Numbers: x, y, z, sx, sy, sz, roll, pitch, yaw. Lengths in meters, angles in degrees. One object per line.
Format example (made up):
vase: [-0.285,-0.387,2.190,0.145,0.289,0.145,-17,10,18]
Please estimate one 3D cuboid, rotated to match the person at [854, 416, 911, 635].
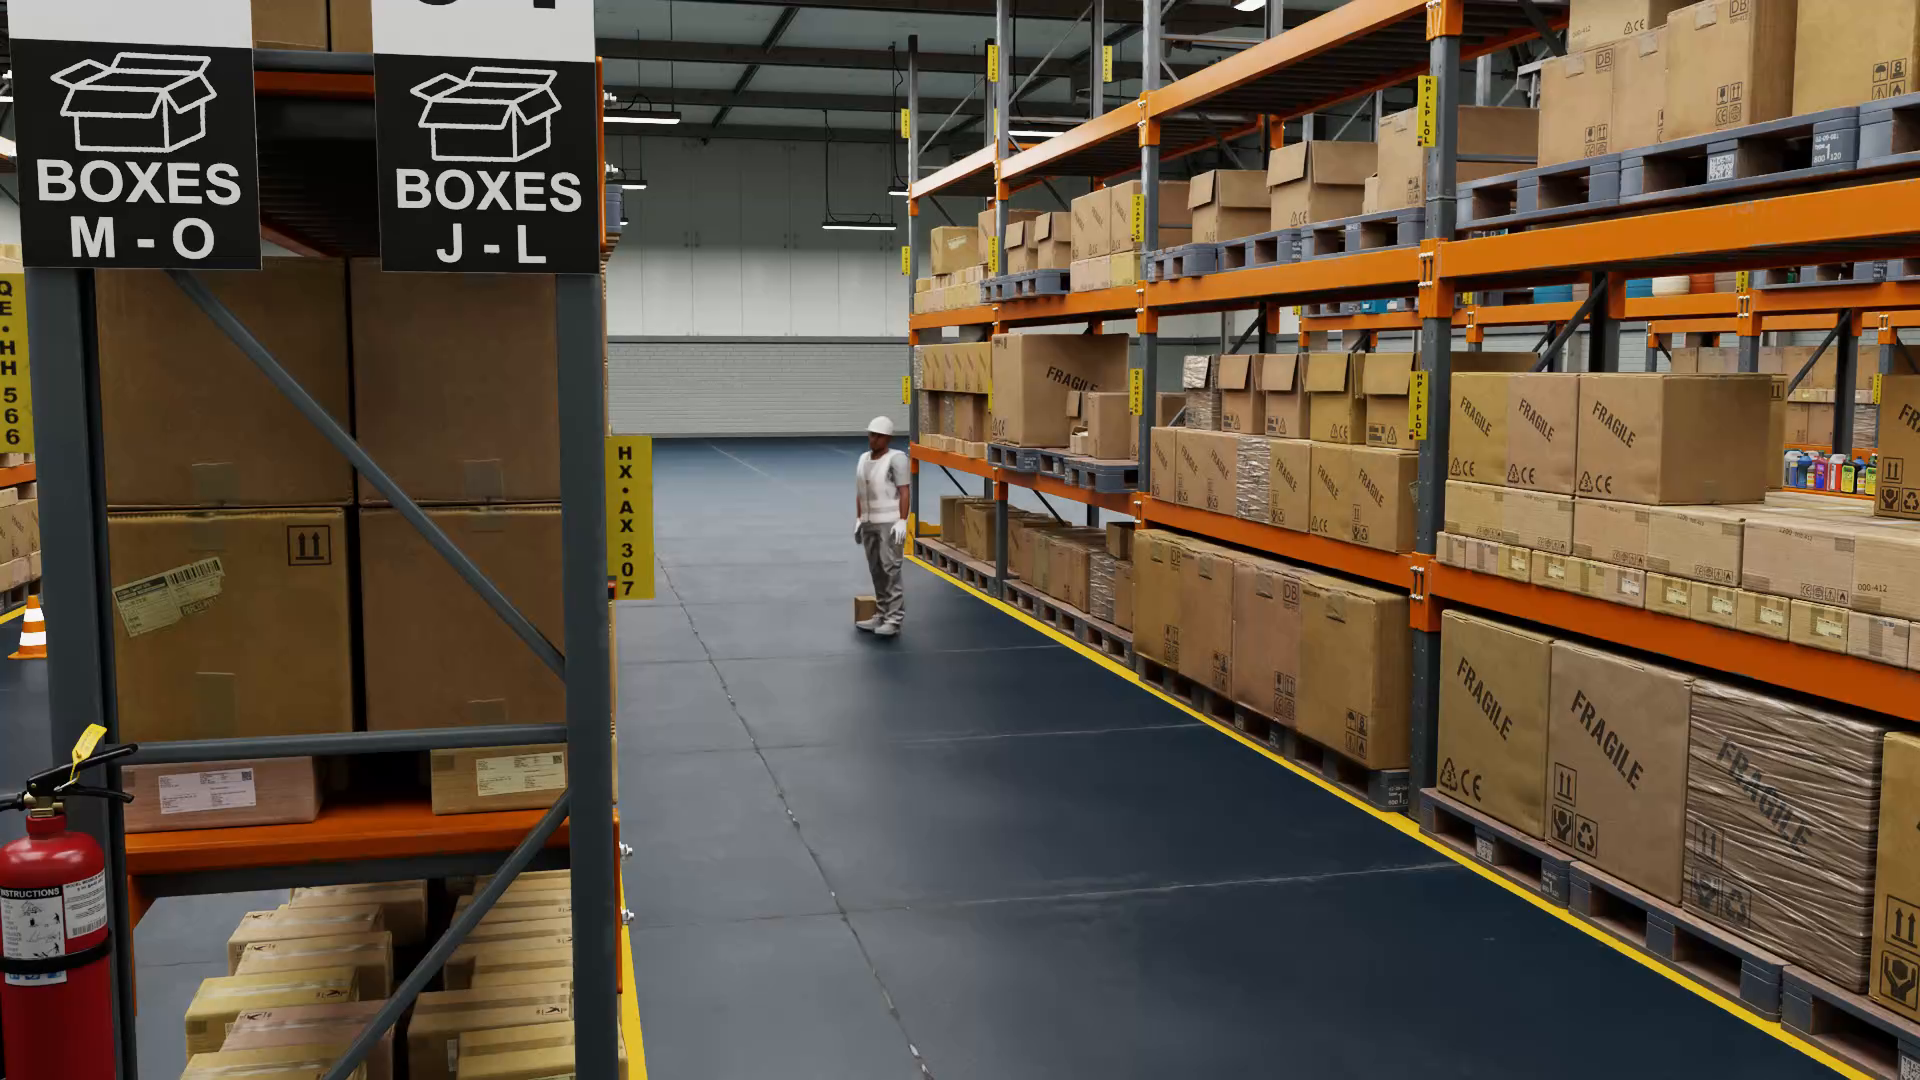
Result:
person: [-0.652,-0.123,13.680,0.460,1.784,0.616,-5,8,-42]
